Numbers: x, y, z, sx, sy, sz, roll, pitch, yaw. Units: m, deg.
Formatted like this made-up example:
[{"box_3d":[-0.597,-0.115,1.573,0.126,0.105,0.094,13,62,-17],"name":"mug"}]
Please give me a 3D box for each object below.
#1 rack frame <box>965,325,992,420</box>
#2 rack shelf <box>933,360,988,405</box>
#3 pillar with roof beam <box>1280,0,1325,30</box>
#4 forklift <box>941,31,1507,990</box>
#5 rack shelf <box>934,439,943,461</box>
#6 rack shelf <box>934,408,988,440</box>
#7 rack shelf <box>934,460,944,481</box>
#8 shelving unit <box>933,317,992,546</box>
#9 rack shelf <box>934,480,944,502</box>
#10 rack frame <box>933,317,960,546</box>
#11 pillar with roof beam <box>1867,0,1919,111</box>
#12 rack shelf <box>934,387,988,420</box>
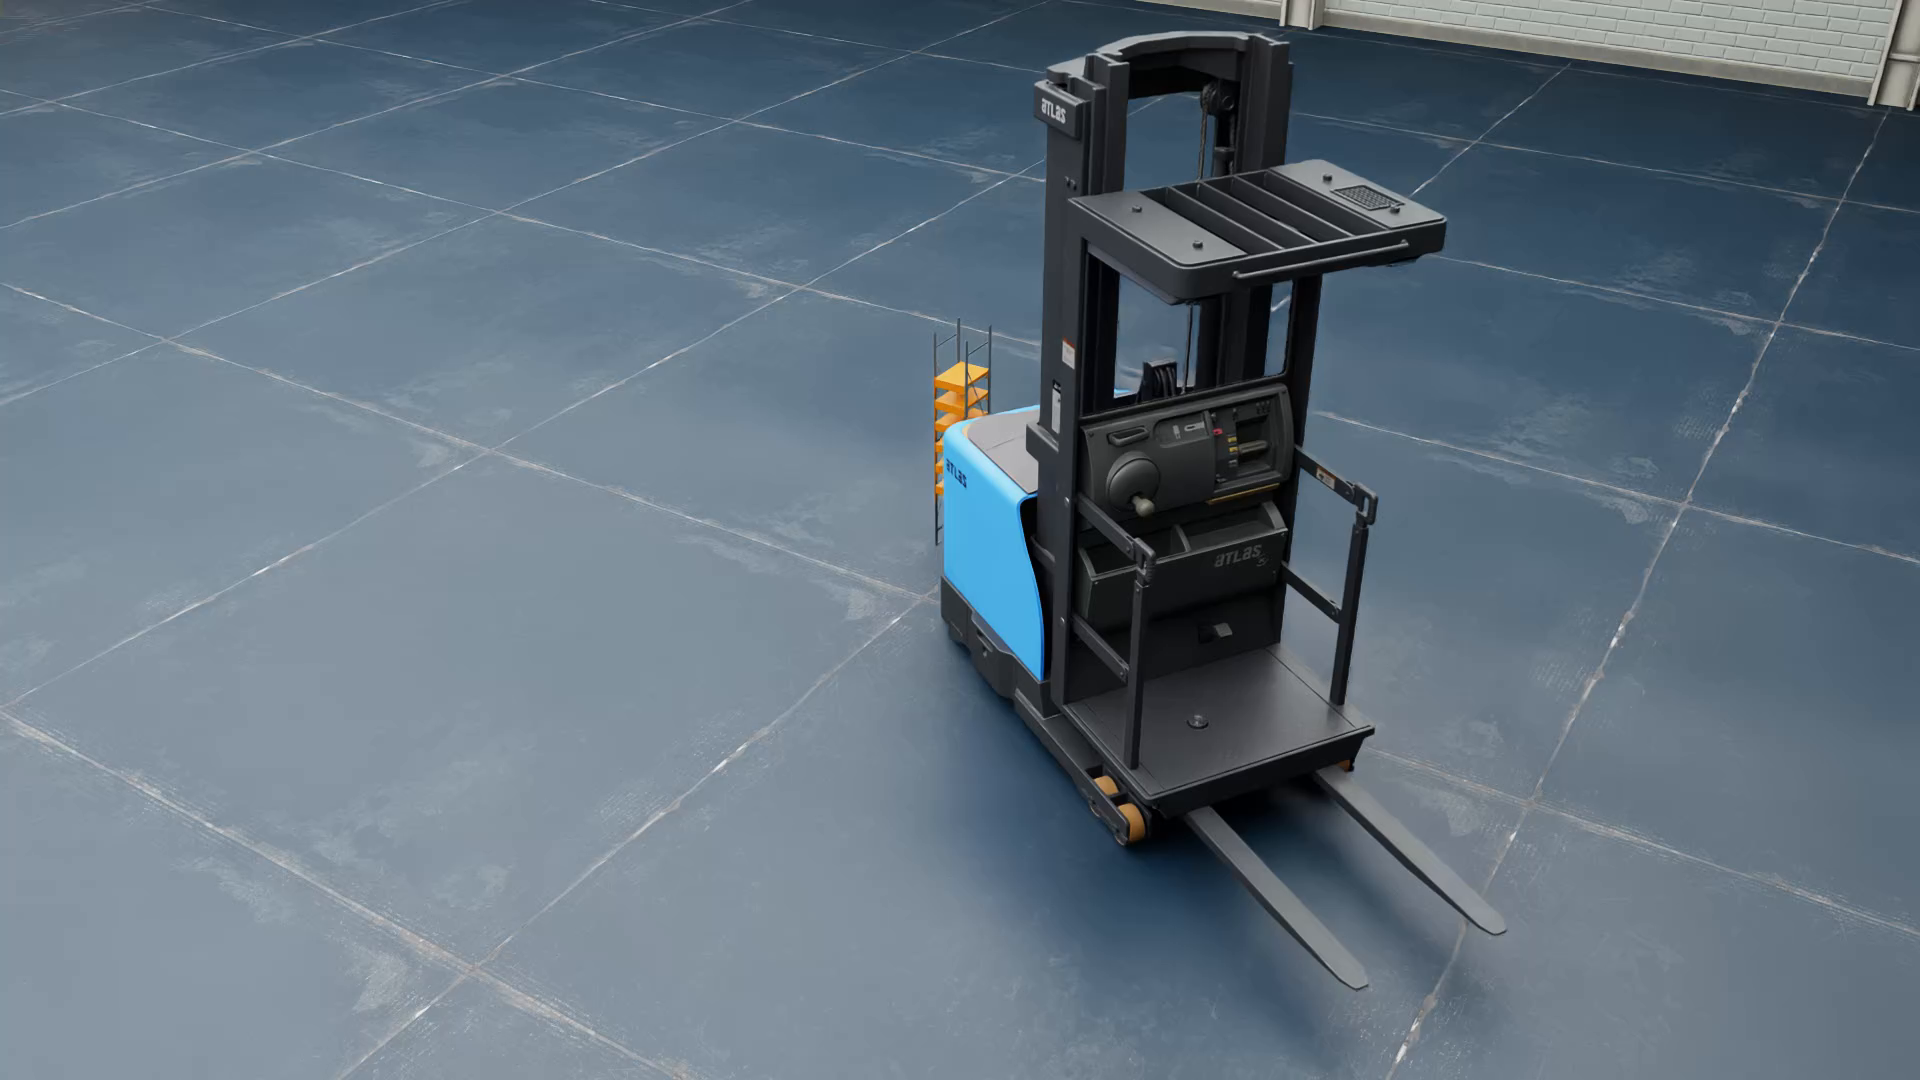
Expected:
[{"box_3d":[0.090,-0.490,8.399,0.006,1.200,0.240,18,35,27],"name":"rack frame"},{"box_3d":[0.012,-0.787,8.282,0.180,0.103,0.258,18,35,27],"name":"rack shelf"},{"box_3d":[1.538,-7.826,13.234,0.400,9.000,9.100,18,35,27],"name":"pillar with roof beam"},{"box_3d":[0.999,-0.299,6.353,1.130,2.935,3.031,-14,33,-22],"name":"forklift"},{"box_3d":[0.012,-0.476,8.463,0.180,0.103,0.258,18,35,27],"name":"rack shelf"},{"box_3d":[0.012,-0.580,8.403,0.180,0.103,0.258,18,35,27],"name":"rack shelf"},{"box_3d":[0.012,-0.372,8.524,0.180,0.103,0.258,18,35,27],"name":"rack shelf"},{"box_3d":[0.012,-0.514,8.441,0.189,1.200,0.258,18,35,27],"name":"shelving unit"},{"box_3d":[0.012,-0.269,8.584,0.180,0.103,0.258,18,35,27],"name":"rack shelf"},{"box_3d":[-0.065,-0.539,8.483,0.006,1.200,0.240,18,35,27],"name":"rack frame"},{"box_3d":[6.620,-6.218,10.479,0.400,9.000,9.100,18,35,27],"name":"pillar with roof beam"},{"box_3d":[0.012,-0.683,8.342,0.180,0.103,0.258,18,35,27],"name":"rack shelf"}]
